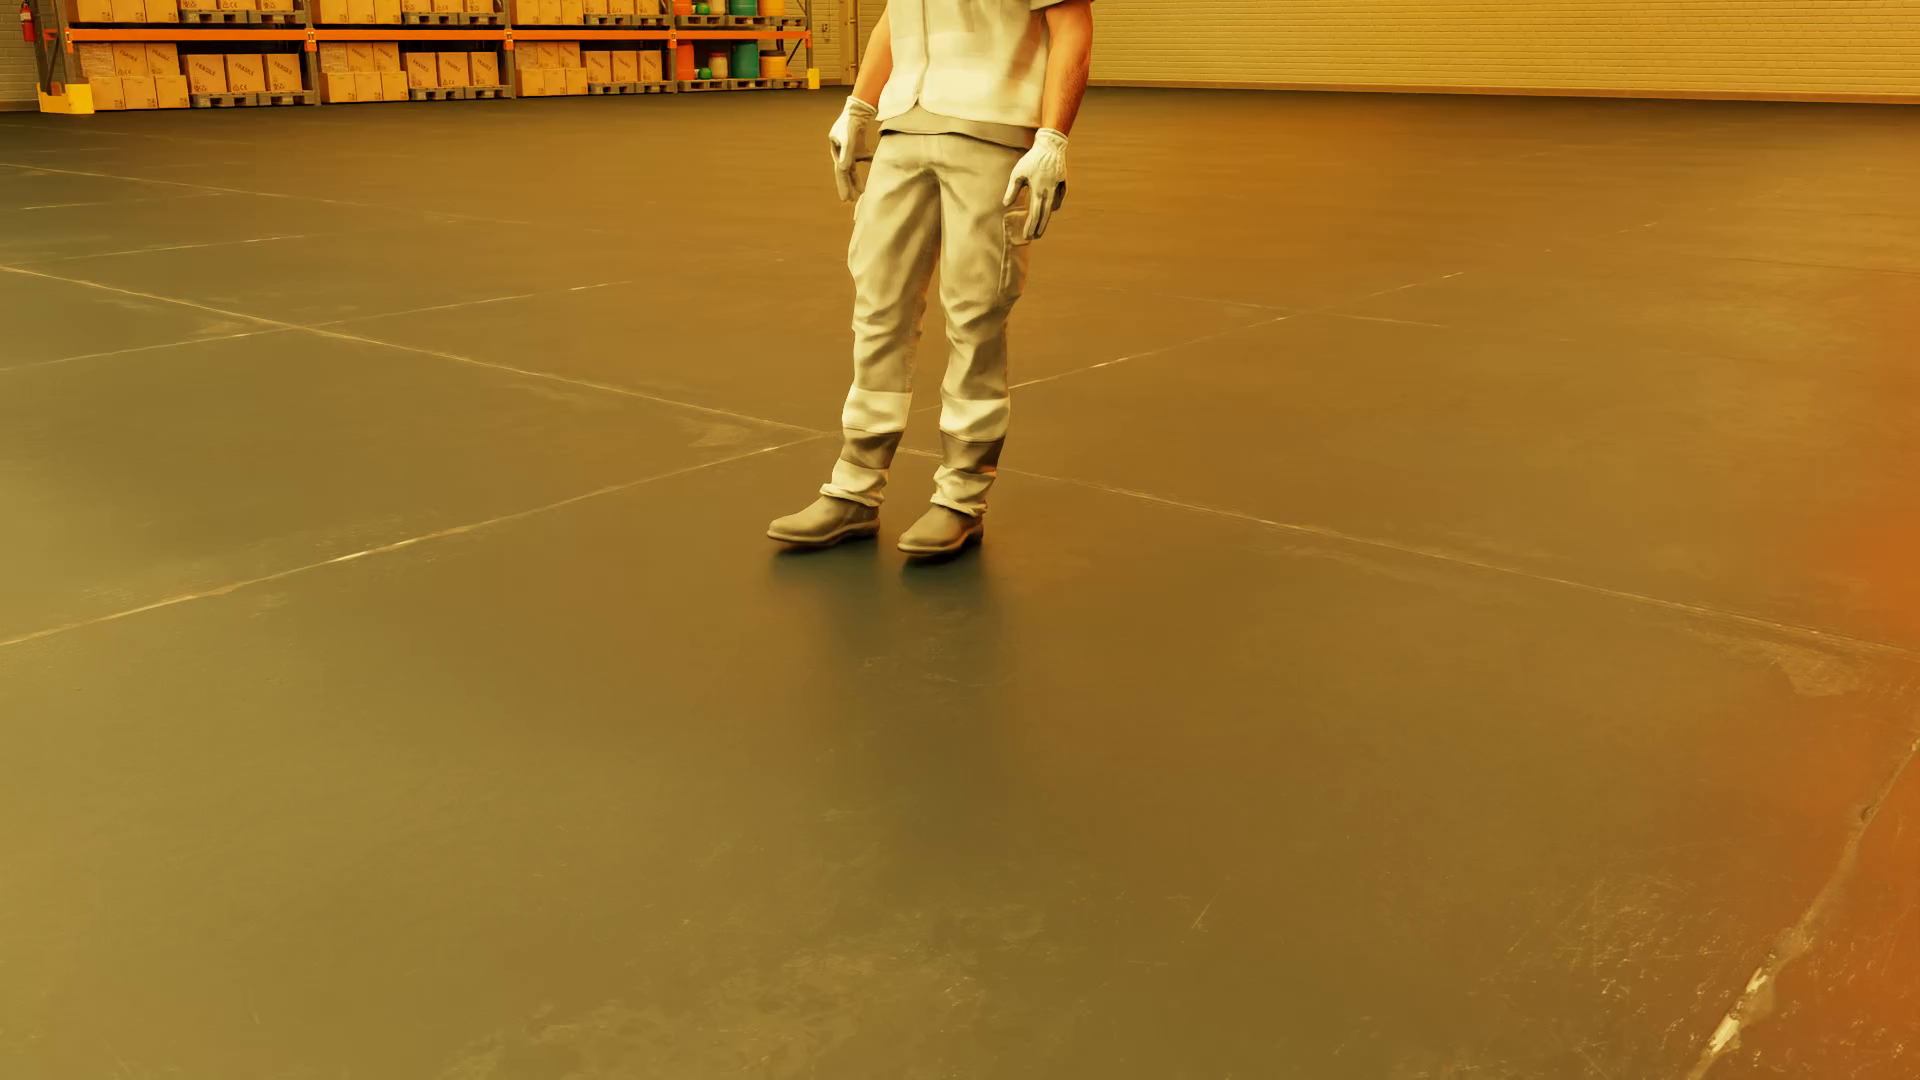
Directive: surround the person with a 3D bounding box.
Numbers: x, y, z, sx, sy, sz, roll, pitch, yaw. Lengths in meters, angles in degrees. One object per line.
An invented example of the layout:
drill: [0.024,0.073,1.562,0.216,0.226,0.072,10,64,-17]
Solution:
person: [-0.060,-0.848,3.628,0.637,1.787,0.564,13,21,37]
